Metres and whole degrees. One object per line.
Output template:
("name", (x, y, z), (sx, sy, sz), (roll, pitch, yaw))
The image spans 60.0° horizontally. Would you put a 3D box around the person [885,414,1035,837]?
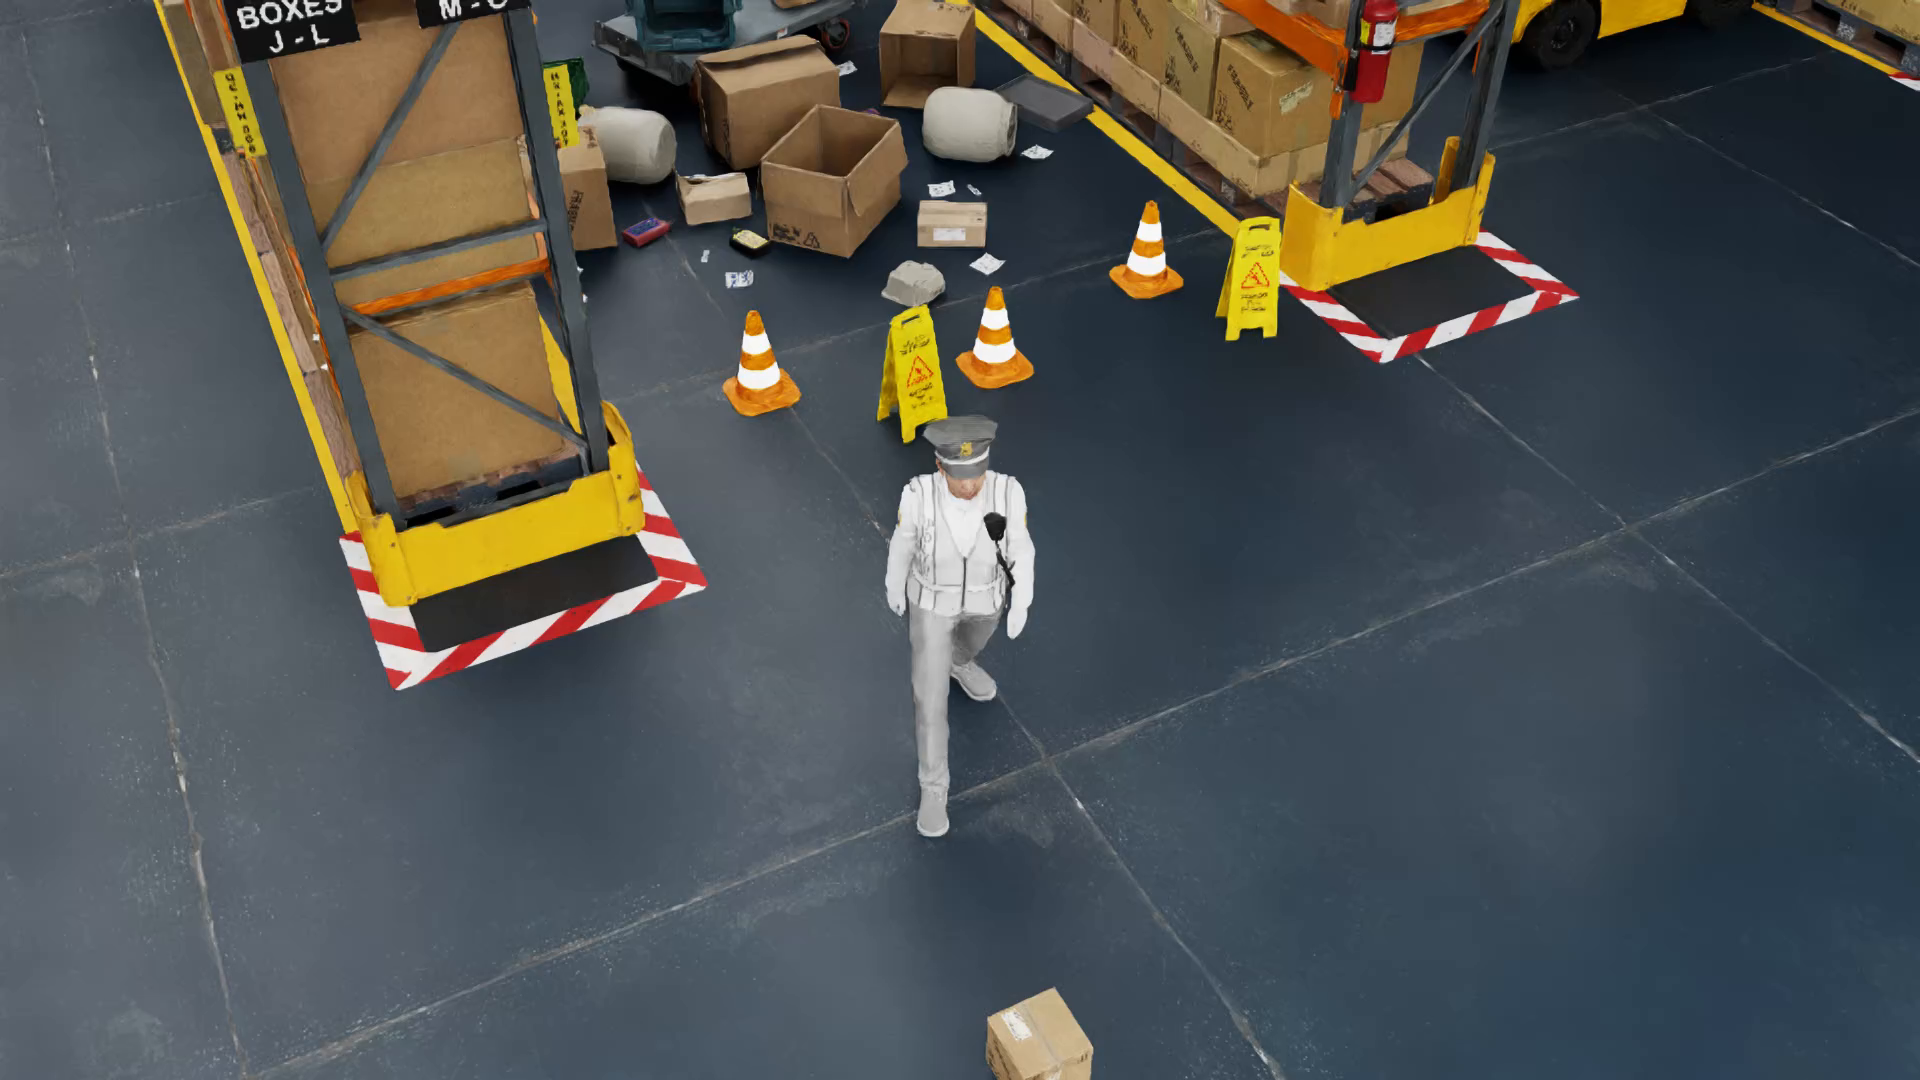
("person", (0.004, 0.205, 5.930), (0.519, 1.636, 0.923), (-5, 42, -6))
